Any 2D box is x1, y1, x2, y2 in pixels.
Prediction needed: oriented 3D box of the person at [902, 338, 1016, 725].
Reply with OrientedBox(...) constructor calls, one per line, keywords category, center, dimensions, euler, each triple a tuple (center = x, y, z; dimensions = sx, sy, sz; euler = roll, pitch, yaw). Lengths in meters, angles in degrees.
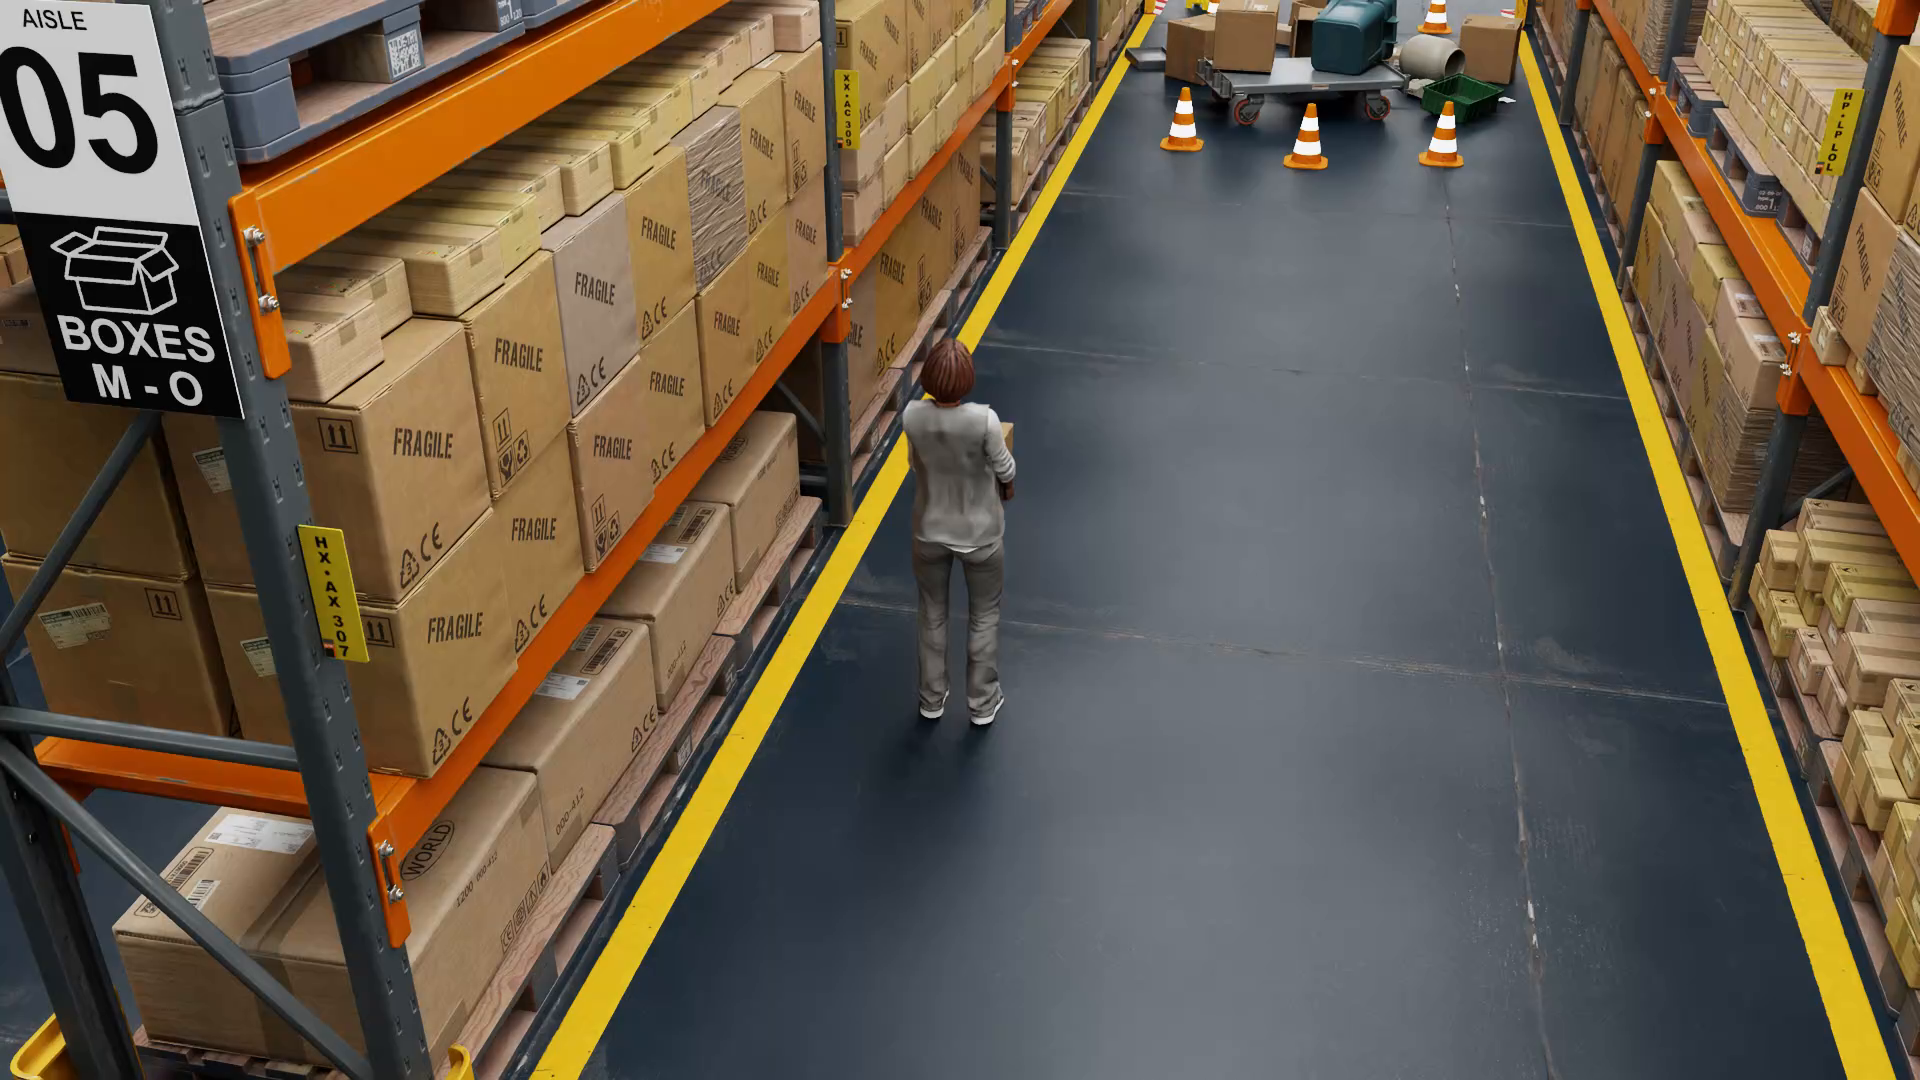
OrientedBox(category="person", center=(0.007, -0.061, 6.251), dimensions=(0.404, 1.590, 0.492), euler=(6, 30, 11))
